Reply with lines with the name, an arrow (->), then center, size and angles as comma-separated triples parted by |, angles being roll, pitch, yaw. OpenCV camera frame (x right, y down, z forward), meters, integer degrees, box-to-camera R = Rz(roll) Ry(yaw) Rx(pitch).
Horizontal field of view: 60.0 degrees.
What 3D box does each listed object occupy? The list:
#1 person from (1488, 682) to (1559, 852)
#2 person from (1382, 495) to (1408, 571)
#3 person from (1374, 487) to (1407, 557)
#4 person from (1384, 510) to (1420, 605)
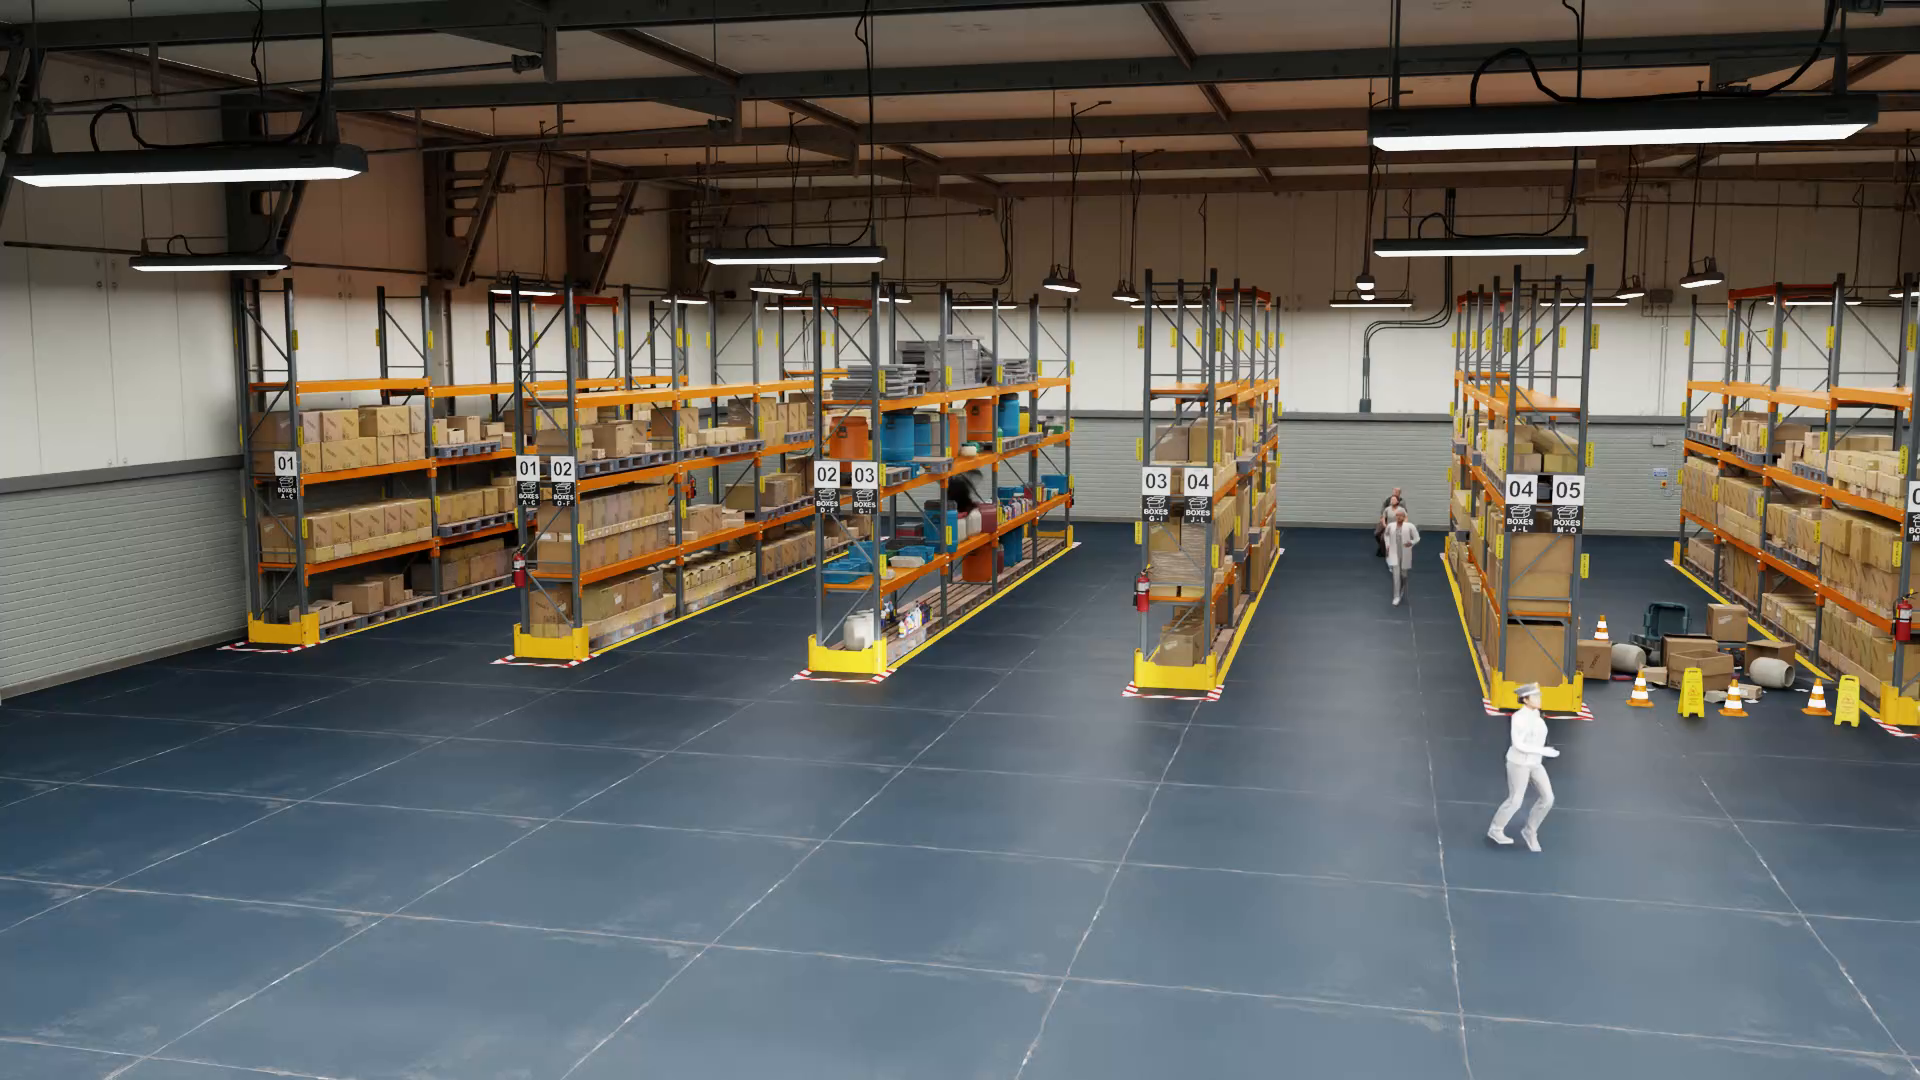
person -> 5.571, 2.234, 16.333 | 0.628, 1.746, 0.705 | -6, 9, -43
person -> 9.552, -0.173, 36.534 | 0.567, 1.646, 0.647 | 2, 7, 20
person -> 9.914, -0.413, 38.438 | 0.542, 1.638, 0.729 | -5, 9, -37
person -> 8.459, 0.313, 31.913 | 0.699, 1.774, 0.928 | 2, 7, 20
